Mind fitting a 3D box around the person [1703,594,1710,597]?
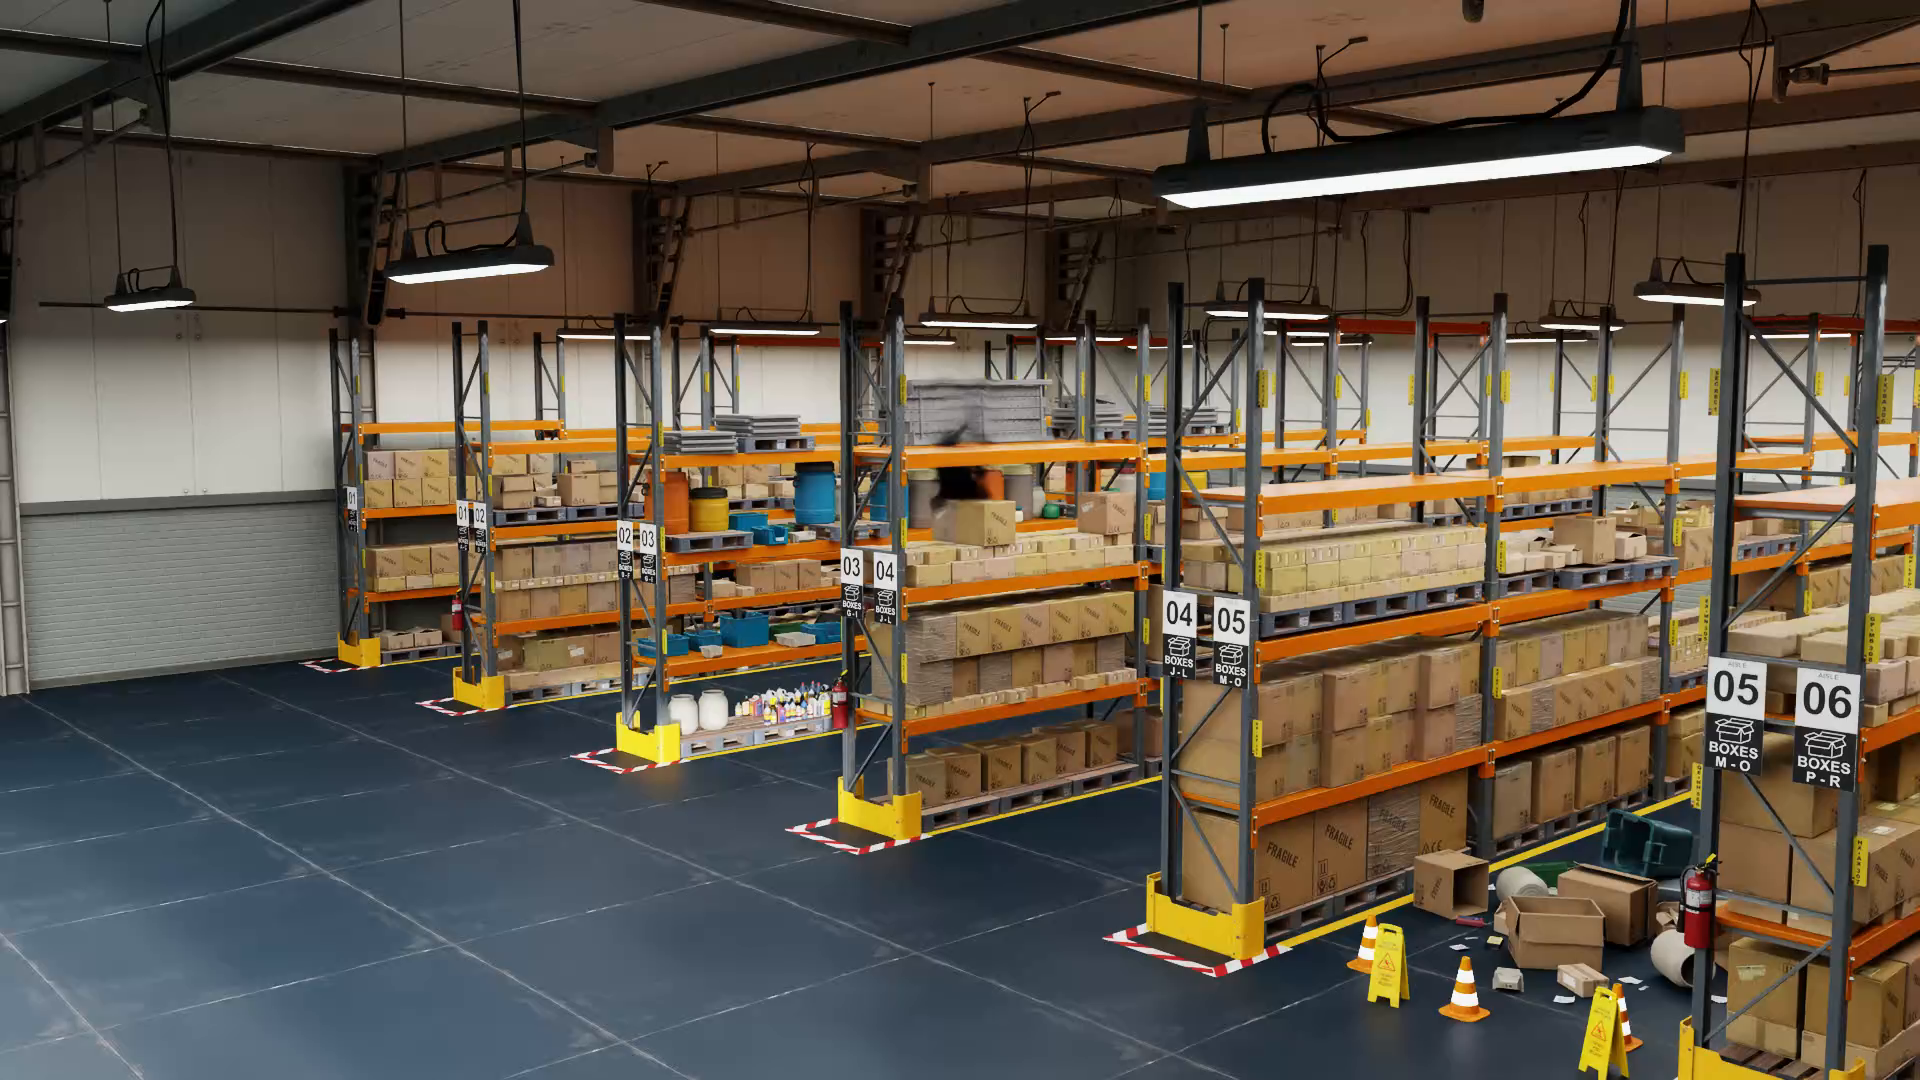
[{"bbox_3d":[11.836,1.724,26.128,0.650,1.772,0.679,-4,7,-33],"label":"person"}]
